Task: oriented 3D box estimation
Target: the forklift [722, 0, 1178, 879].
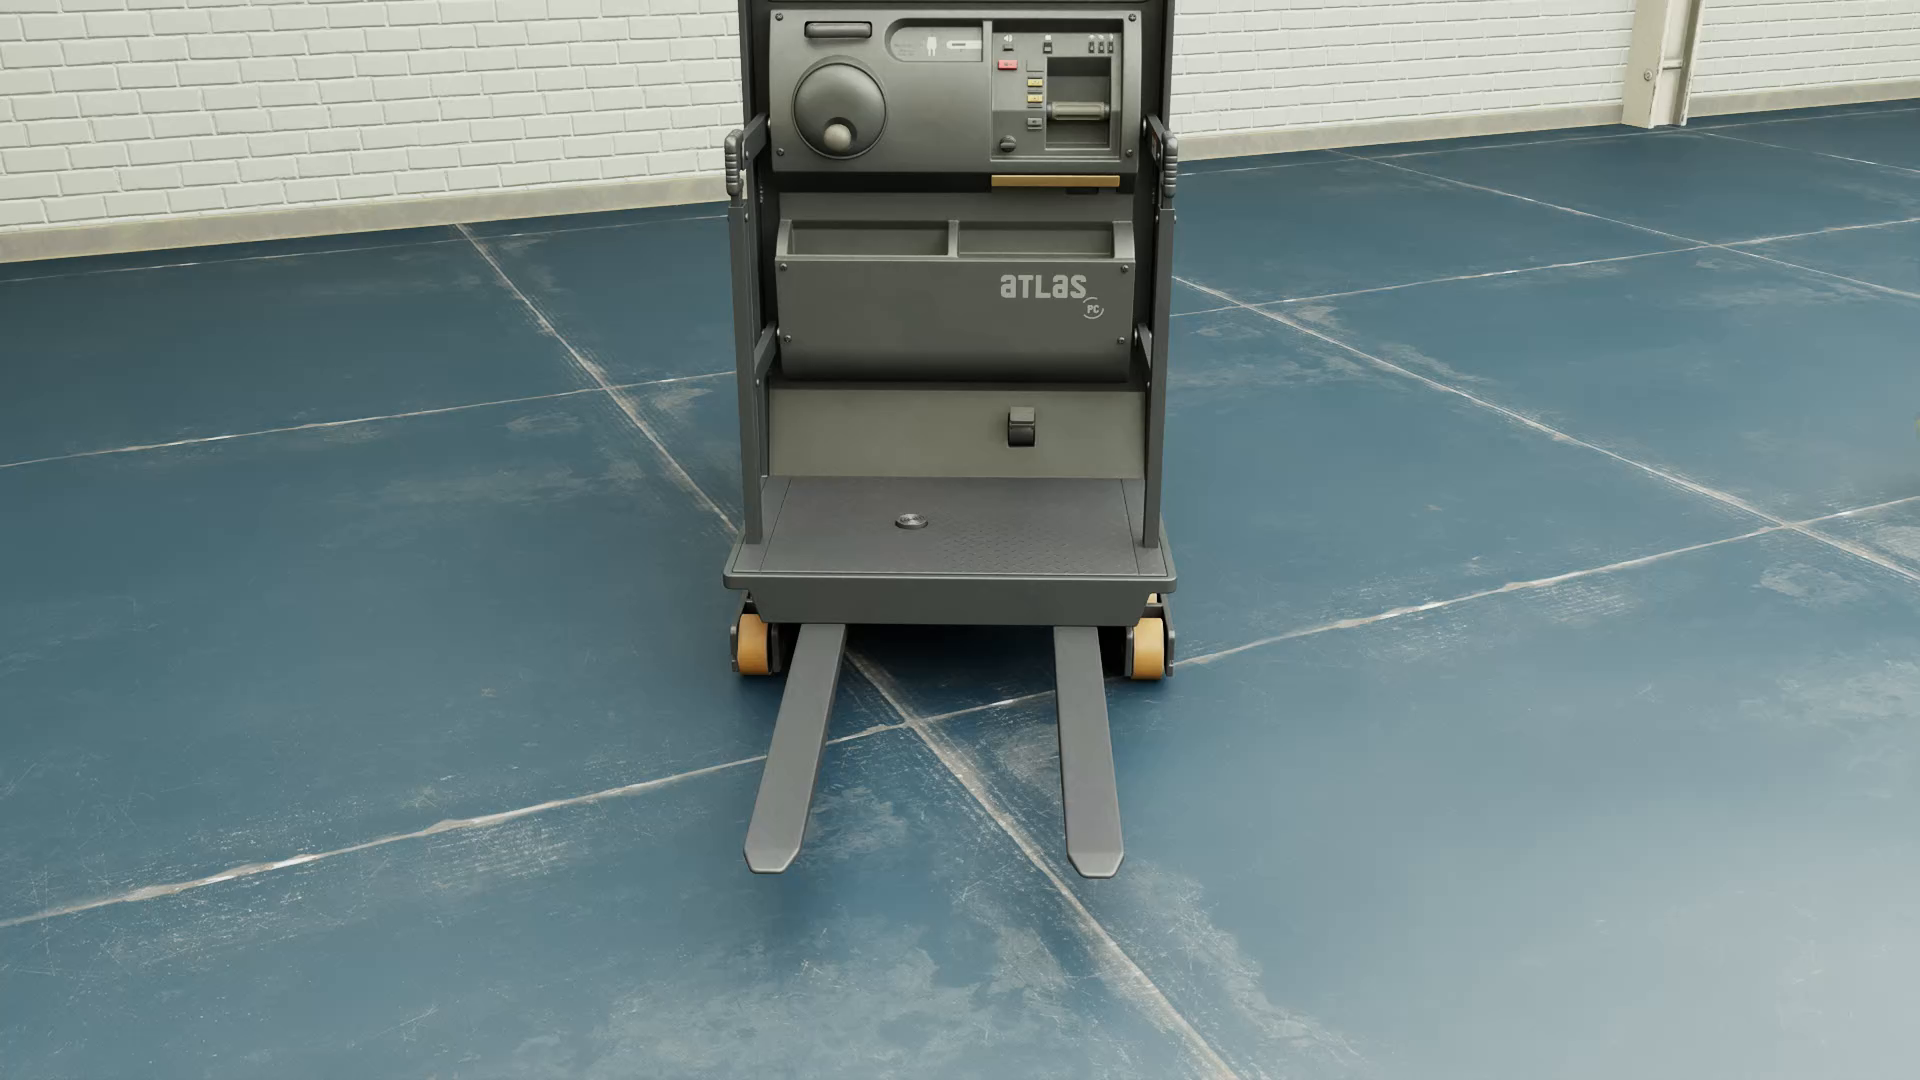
[{"bbox_3d":[-0.015,-1.116,3.973,1.130,2.935,3.031,1,23,1],"label":"forklift"}]
